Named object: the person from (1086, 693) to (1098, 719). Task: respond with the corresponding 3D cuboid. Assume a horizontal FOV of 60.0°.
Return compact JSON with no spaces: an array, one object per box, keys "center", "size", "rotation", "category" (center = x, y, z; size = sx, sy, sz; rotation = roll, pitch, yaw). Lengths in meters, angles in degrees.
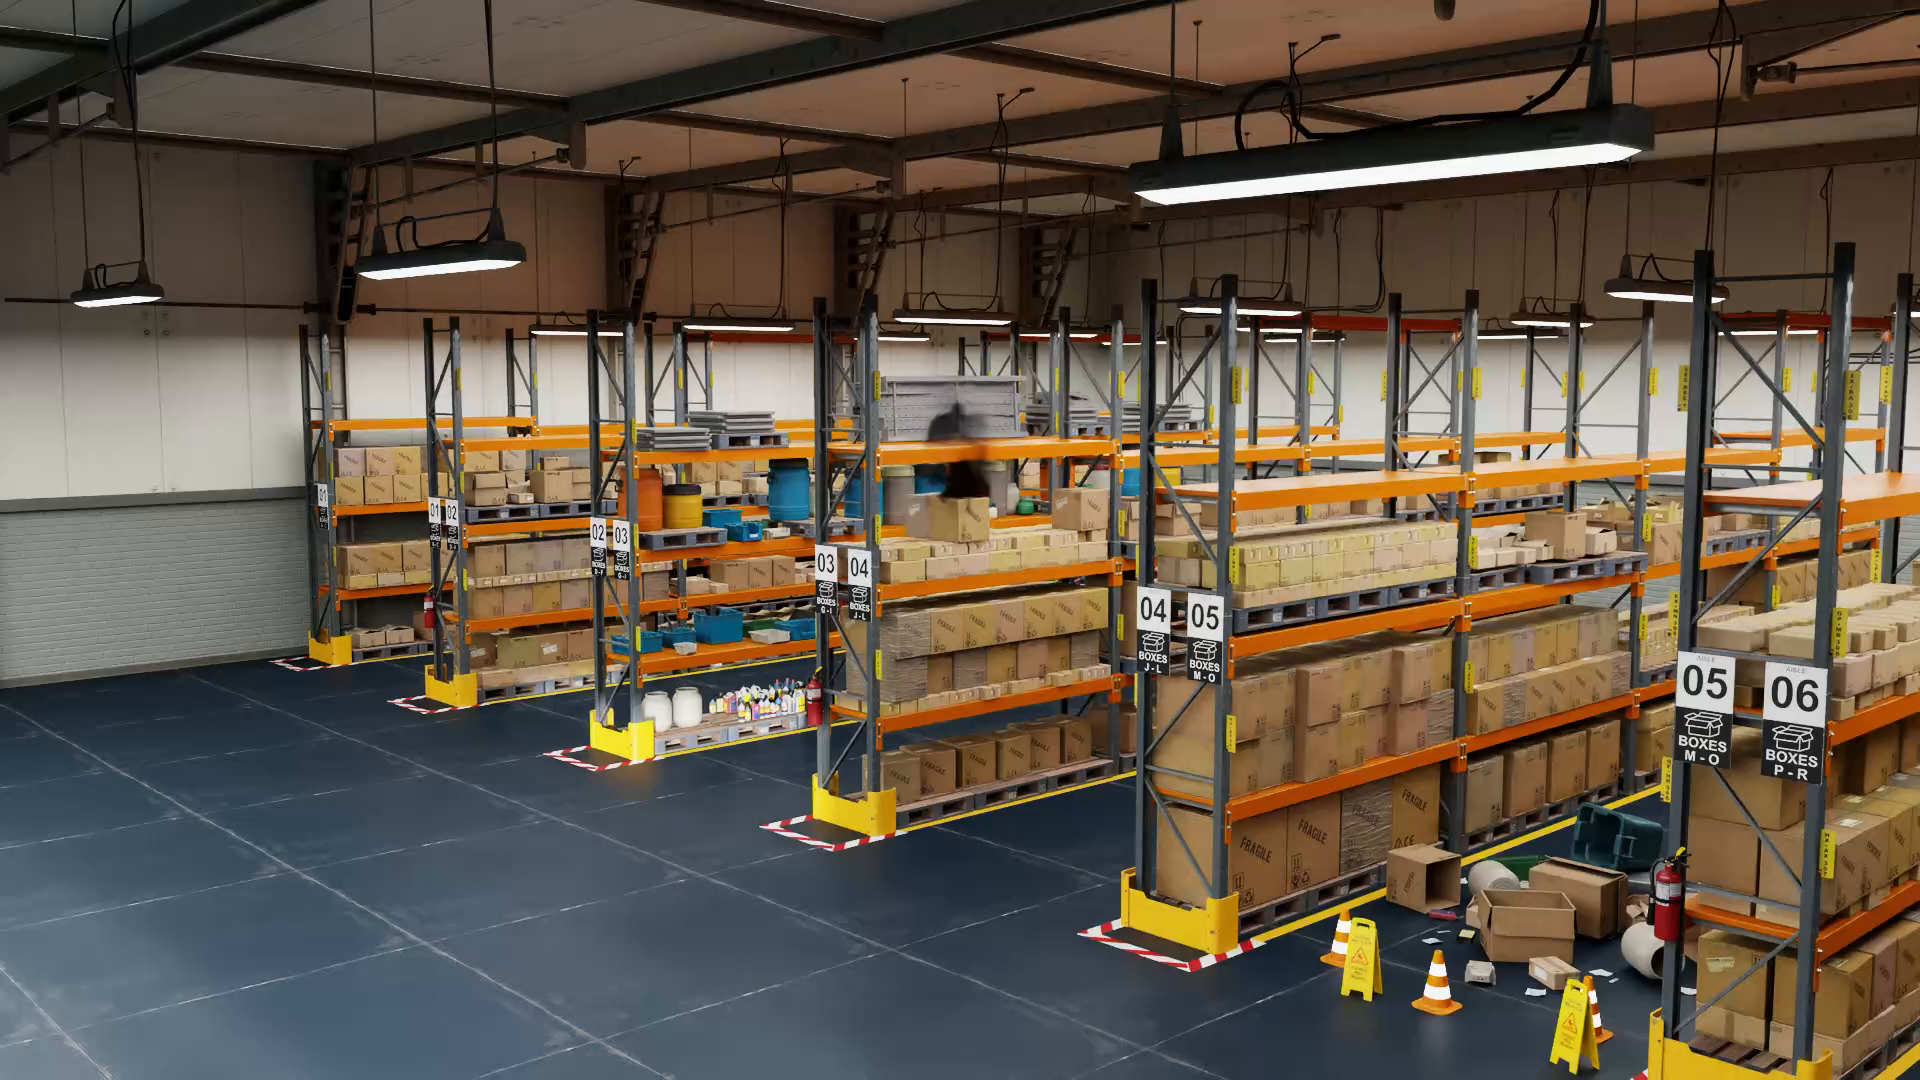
[{"center":[2.139,1.848,24.885],"size":[0.631,1.722,0.768],"rotation":[4,7,36],"category":"person"}]
